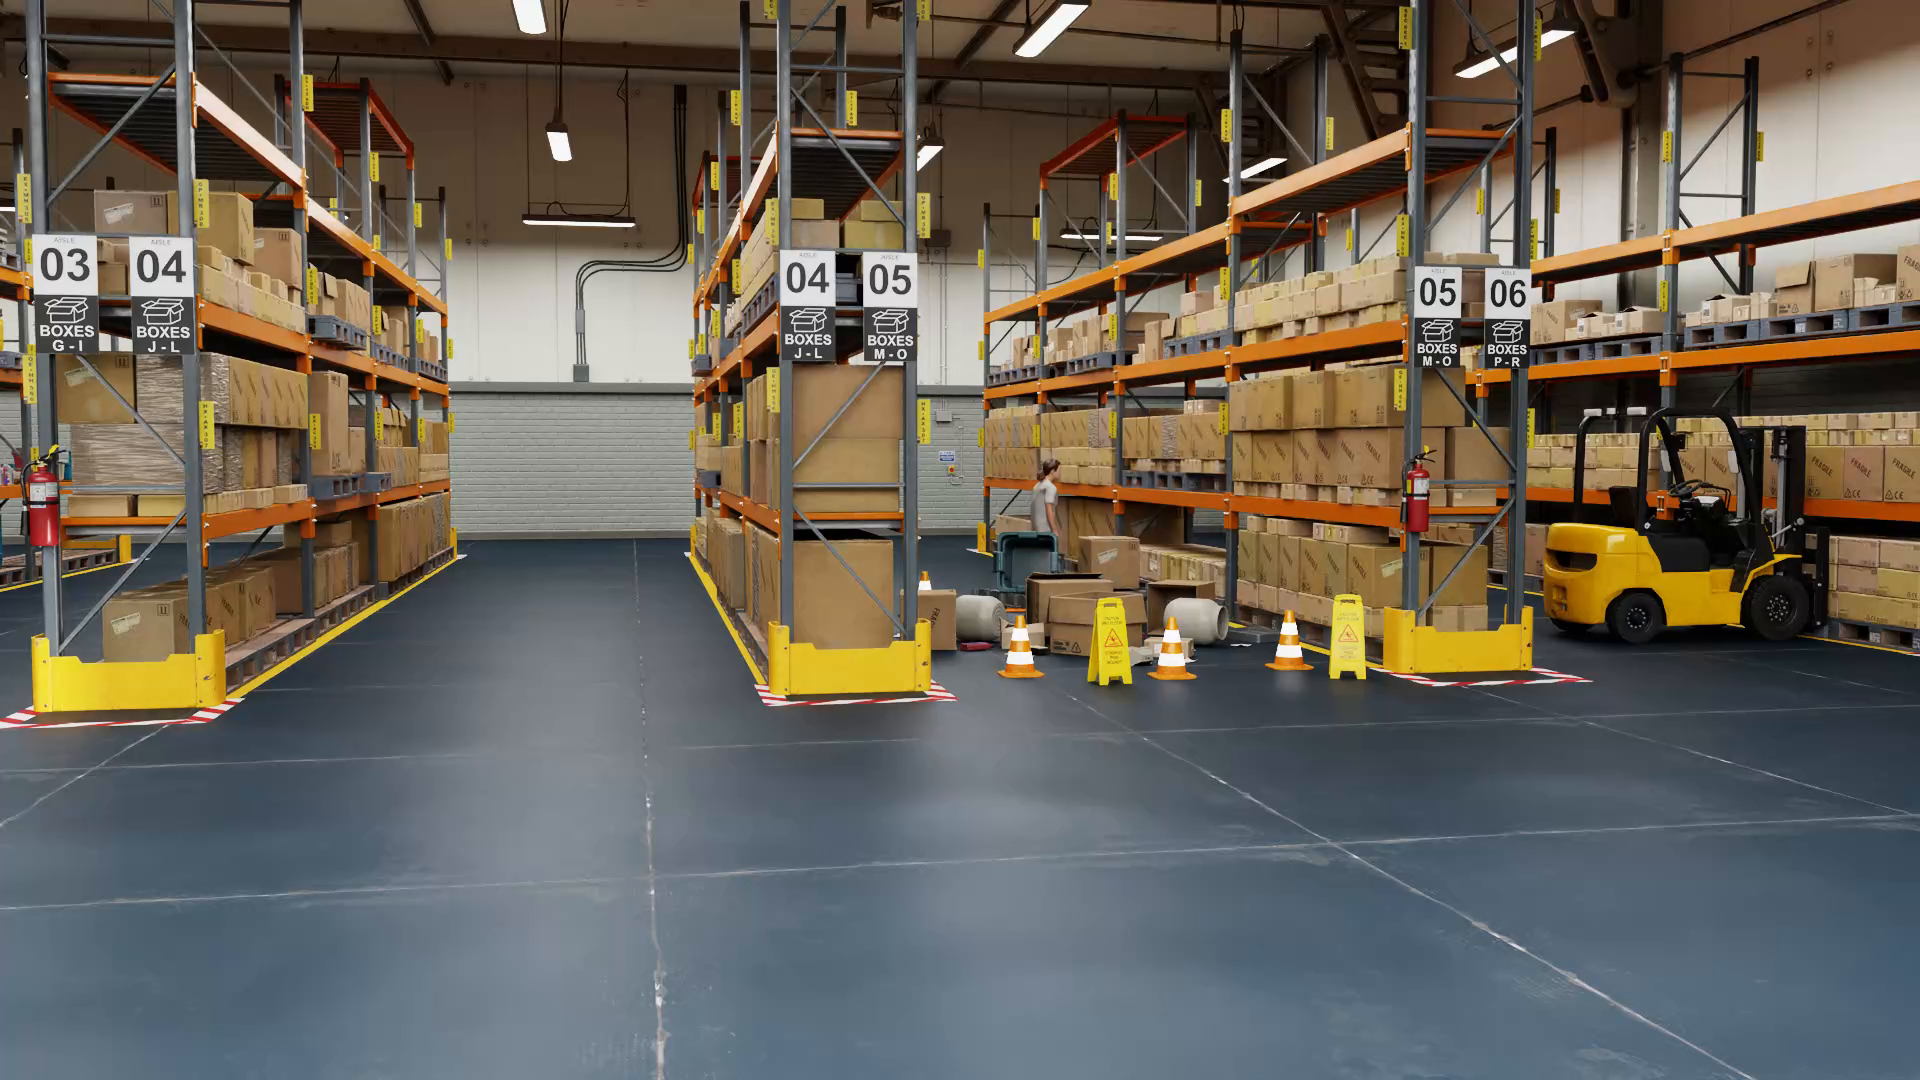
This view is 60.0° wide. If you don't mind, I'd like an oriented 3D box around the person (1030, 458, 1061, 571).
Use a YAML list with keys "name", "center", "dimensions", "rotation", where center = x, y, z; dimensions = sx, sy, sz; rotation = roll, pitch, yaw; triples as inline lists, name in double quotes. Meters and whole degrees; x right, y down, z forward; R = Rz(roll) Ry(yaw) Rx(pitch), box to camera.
- name: "person"
  center: [0.976, -0.072, 18.484]
  dimensions: [0.363, 1.671, 0.509]
  rotation: [-1, 3, -15]
